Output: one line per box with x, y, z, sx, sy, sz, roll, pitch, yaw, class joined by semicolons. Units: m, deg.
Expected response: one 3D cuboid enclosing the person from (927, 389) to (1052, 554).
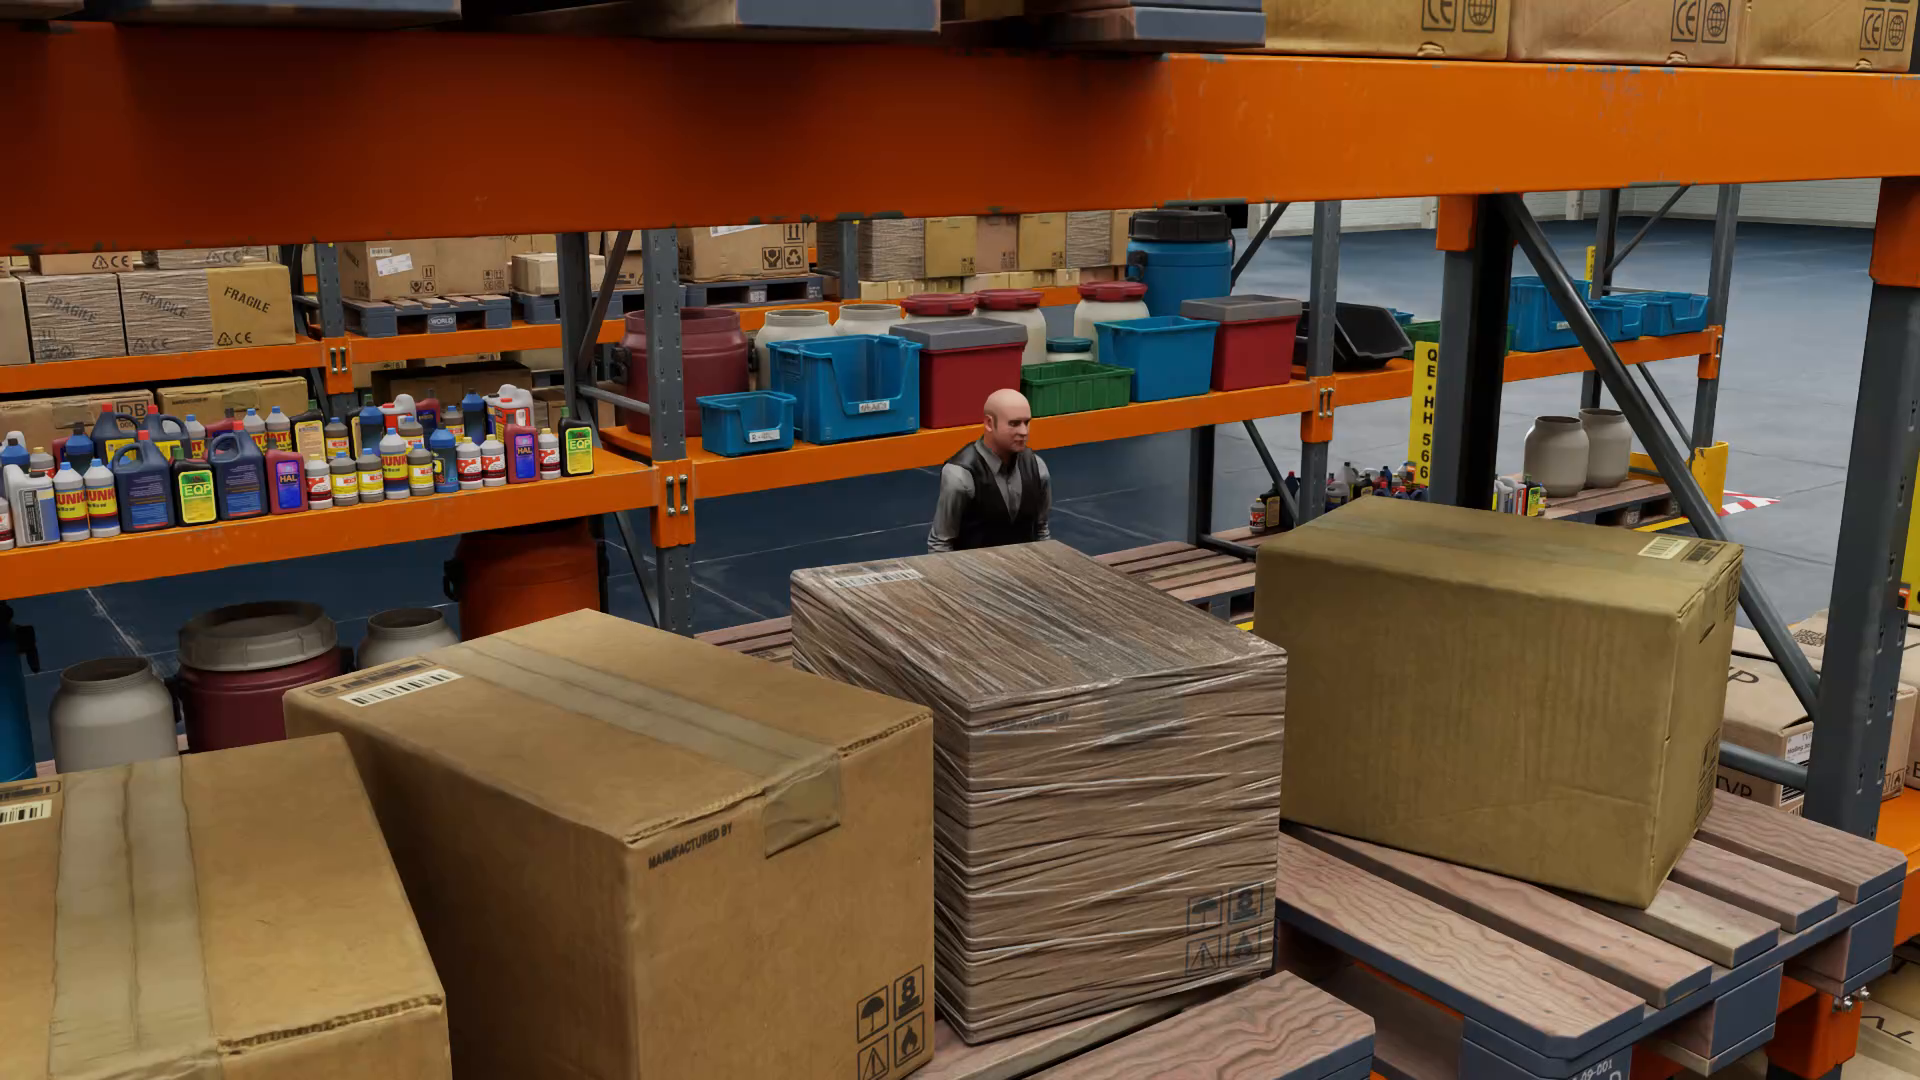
0.137;0.246;6.620;0.580;1.721;0.460;-10;17;-34;person
